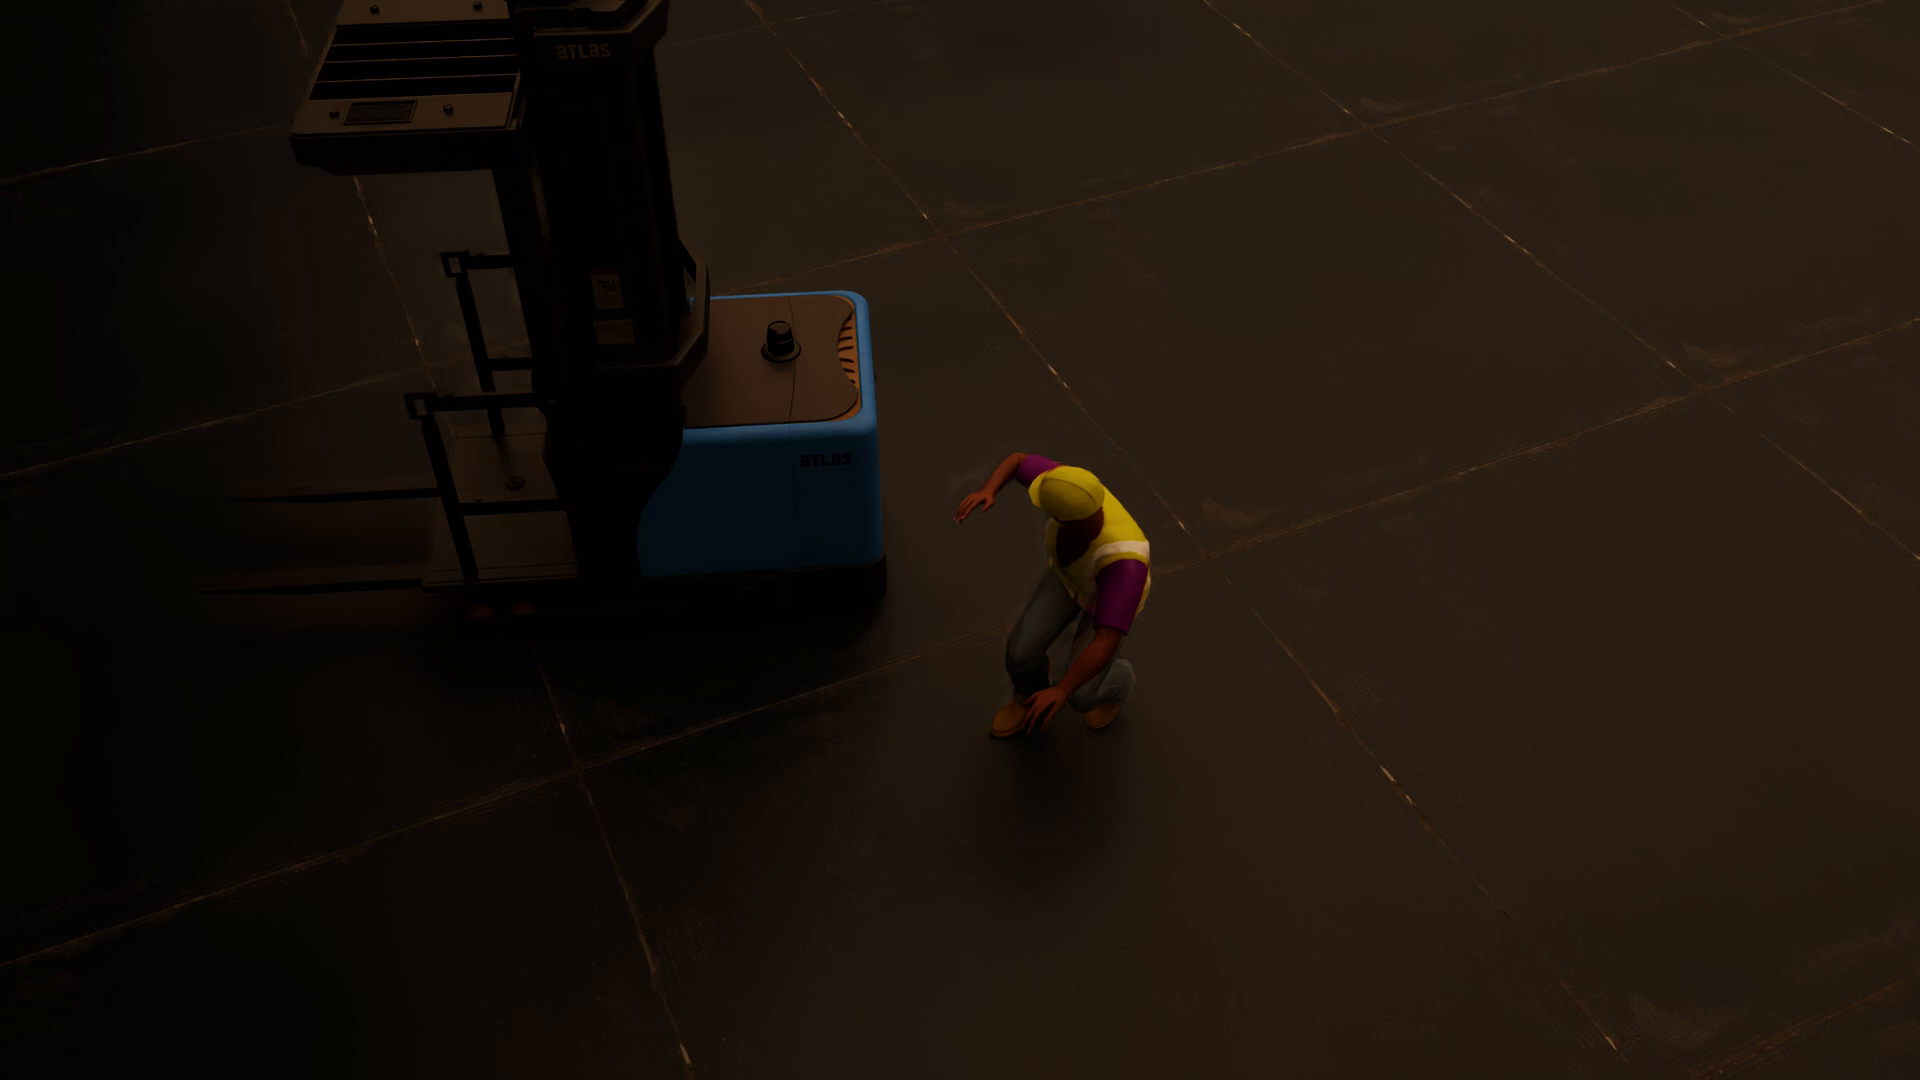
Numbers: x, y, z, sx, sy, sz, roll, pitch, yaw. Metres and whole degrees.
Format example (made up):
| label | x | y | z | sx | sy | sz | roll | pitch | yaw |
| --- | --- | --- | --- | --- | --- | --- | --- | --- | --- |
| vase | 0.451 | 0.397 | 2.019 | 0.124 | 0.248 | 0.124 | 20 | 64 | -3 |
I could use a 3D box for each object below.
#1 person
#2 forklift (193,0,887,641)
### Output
| label | x | y | z | sx | sy | sz | roll | pitch | yaw |
| --- | --- | --- | --- | --- | --- | --- | --- | --- | --- |
| person | 0.327 | 0.290 | 6.442 | 0.837 | 1.479 | 0.992 | 30 | 51 | 28 |
| forklift | -1.873 | -1.004 | 6.756 | 3.031 | 2.935 | 1.130 | -3 | 43 | -4 |
